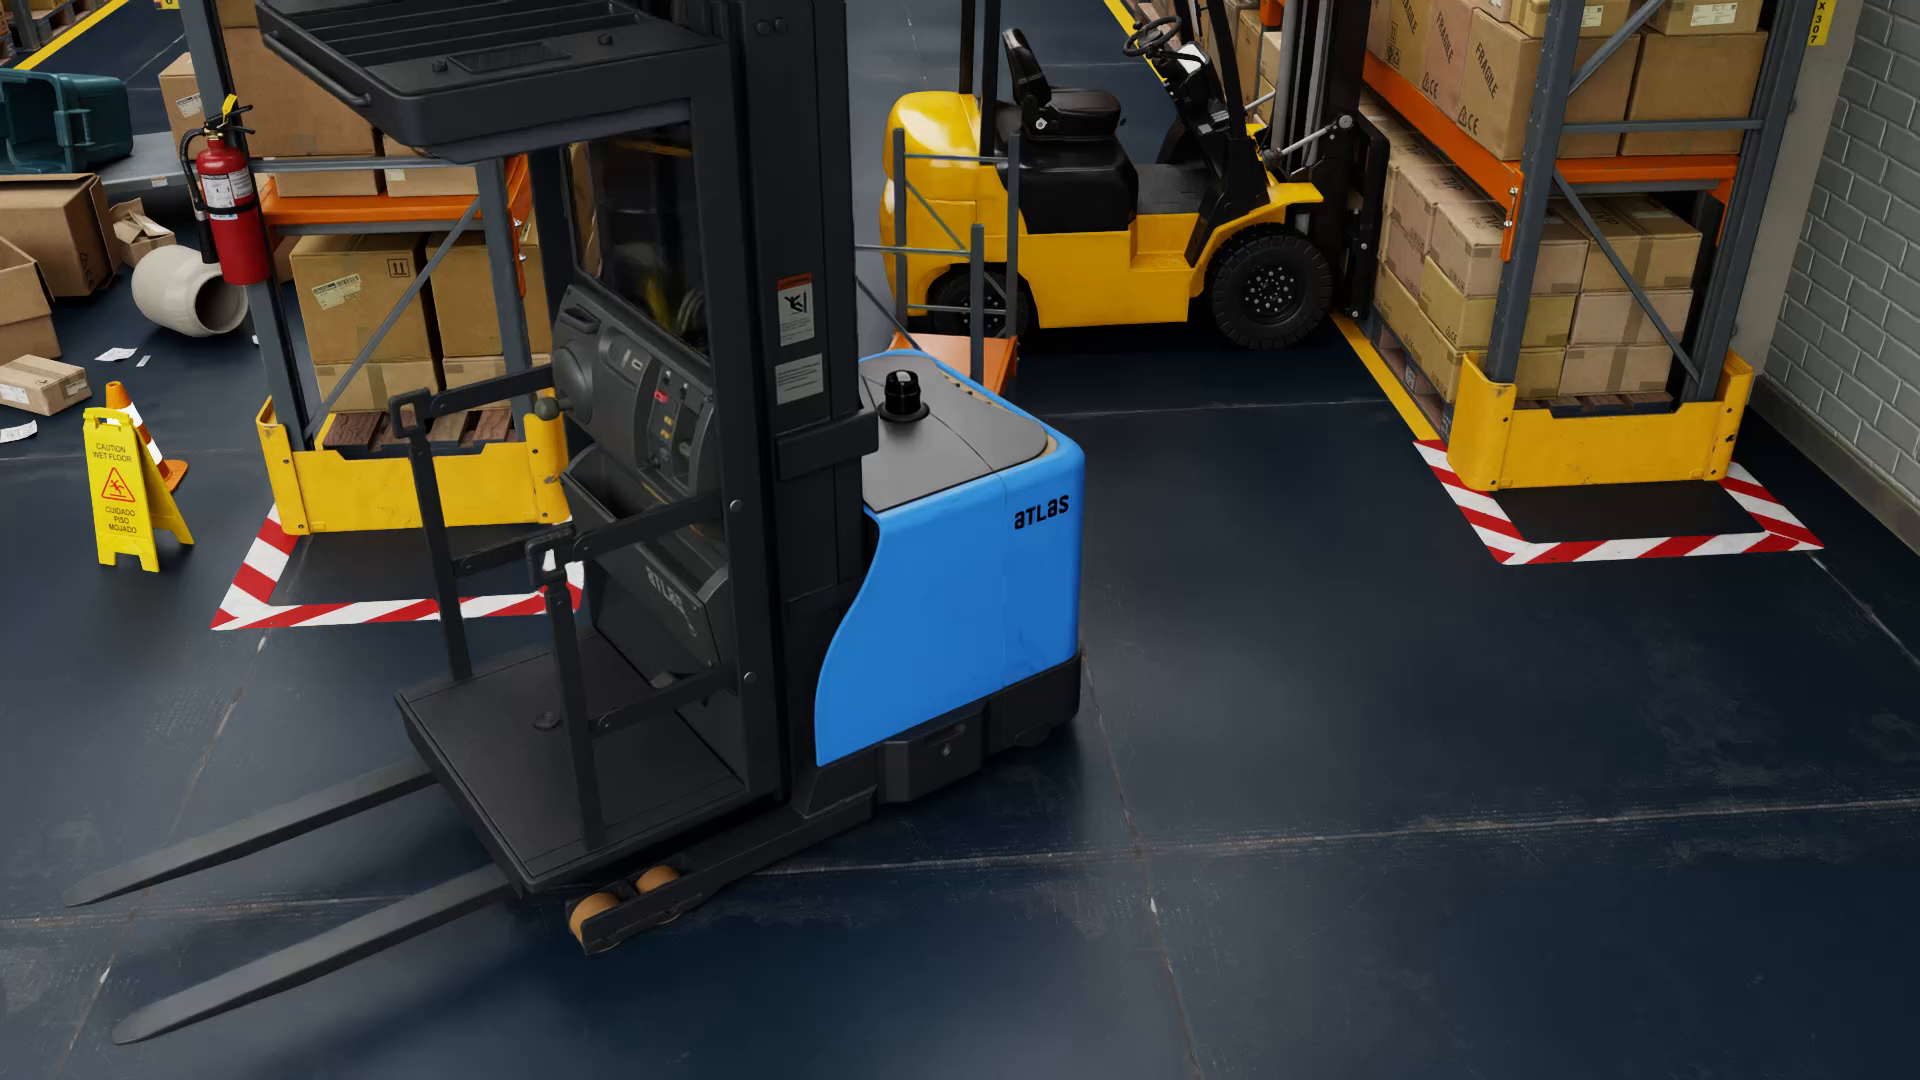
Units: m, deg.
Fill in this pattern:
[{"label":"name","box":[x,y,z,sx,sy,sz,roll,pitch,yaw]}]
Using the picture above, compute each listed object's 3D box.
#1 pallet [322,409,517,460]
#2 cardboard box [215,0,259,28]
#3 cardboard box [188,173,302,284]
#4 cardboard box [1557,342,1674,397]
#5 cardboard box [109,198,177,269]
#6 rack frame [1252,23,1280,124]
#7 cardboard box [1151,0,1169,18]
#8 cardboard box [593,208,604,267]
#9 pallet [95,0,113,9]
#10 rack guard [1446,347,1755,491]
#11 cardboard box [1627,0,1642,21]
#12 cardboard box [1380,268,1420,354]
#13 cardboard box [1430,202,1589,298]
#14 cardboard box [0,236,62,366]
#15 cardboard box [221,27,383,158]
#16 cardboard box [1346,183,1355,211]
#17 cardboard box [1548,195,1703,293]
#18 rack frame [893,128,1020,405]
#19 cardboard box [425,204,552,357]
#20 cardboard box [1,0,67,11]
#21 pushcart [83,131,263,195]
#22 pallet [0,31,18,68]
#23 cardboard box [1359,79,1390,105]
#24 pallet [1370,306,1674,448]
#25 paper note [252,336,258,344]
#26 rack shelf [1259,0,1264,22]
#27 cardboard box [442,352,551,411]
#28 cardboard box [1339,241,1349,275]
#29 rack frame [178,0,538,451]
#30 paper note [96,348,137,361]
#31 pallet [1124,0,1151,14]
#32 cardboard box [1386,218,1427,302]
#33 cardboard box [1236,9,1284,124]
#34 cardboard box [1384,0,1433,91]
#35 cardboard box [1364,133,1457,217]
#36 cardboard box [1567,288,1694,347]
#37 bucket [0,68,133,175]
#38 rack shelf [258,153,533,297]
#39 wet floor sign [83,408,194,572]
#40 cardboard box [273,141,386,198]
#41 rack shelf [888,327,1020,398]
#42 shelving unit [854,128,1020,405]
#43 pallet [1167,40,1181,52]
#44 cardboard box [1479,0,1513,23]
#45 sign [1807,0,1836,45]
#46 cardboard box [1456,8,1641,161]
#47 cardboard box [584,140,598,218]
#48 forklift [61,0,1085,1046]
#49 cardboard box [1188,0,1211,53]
[{"label":"pallet","box":[-2.253,-0.640,7.616,1.003,0.211,1.213,-3,31,-5]},{"label":"cardboard box","box":[-2.470,-2.232,6.199,0.700,0.500,0.500,-3,31,-6]},{"label":"cardboard box","box":[-3.833,-1.740,9.173,0.500,0.500,0.500,20,36,29]},{"label":"cardboard box","box":[2.886,-0.882,7.573,0.500,0.250,0.500,-3,31,-4]},{"label":"cardboard box","box":[-4.639,-1.732,9.390,0.396,0.266,0.258,27,40,37]},{"label":"rack frame","box":[2.363,-3.664,9.959,1.000,3.000,0.127,-3,31,-5]},{"label":"cardboard box","box":[2.034,-4.548,13.345,0.875,0.625,0.625,-2,31,-3]},{"label":"cardboard box","box":[-2.153,-1.604,8.782,0.500,0.250,0.500,-2,31,-4]},{"label":"pallet","box":[-8.054,-5.001,14.917,1.003,0.211,1.213,-3,31,-5]},{"label":"rack guard","box":[2.739,-0.536,7.160,1.175,0.500,0.348,-3,31,-5]},{"label":"cardboard box","box":[2.877,-2.252,6.864,0.380,0.149,0.250,-3,31,-5]},{"label":"cardboard box","box":[2.341,-1.101,7.939,0.500,0.250,0.500,-3,31,-5]},{"label":"cardboard box","box":[2.383,-1.271,7.249,0.500,0.250,0.500,-2,31,-3]},{"label":"cardboard box","box":[-4.889,-1.086,8.077,0.637,0.503,0.797,27,40,37]},{"label":"cardboard box","box":[-2.530,-1.816,6.478,0.500,0.500,0.500,-3,31,-5]},{"label":"cardboard box","box":[2.232,-1.844,8.697,0.500,0.250,0.500,-3,31,-5]},{"label":"cardboard box","box":[2.880,-1.305,7.307,0.500,0.250,0.500,-3,31,-5]},{"label":"rack frame","box":[-0.014,-0.951,6.879,0.500,1.500,0.032,4,31,7]},{"label":"cardboard box","box":[-2.008,-1.141,7.275,0.500,0.500,0.500,-4,31,-6]},{"label":"cardboard box","box":[-7.683,-4.658,13.651,0.500,0.500,0.500,-4,31,-7]},{"label":"pushcart","box":[-4.844,-2.164,10.004,1.648,0.377,0.936,-14,33,-22]},{"label":"pallet","box":[-7.873,-3.574,12.528,1.003,0.211,1.213,-3,31,-5]},{"label":"cardboard box","box":[2.192,-2.316,8.999,0.500,0.250,0.500,-2,31,-3]},{"label":"pallet","box":[2.624,-0.813,7.905,1.003,0.211,1.213,-3,31,-5]},{"label":"paper note","box":[-3.513,-1.028,8.442,0.142,0.019,0.148,-14,33,-22]},{"label":"rack shelf","box":[2.176,-4.376,11.853,1.077,0.370,4.000,-3,31,-5]},{"label":"cardboard box","box":[-2.005,-0.807,7.447,0.500,0.250,0.500,-3,31,-5]},{"label":"cardboard box","box":[2.233,-1.621,8.810,0.500,0.250,0.500,-2,31,-3]},{"label":"rack frame","box":[-2.205,-1.382,6.138,1.000,3.000,0.127,-3,31,-5]},{"label":"paper note","box":[-4.205,-0.930,8.289,0.148,0.019,0.142,8,32,13]},{"label":"pallet","box":[1.957,-4.892,14.734,1.003,0.211,1.213,-3,31,-5]},{"label":"cardboard box","box":[2.344,-1.326,7.829,0.500,0.250,0.500,-3,31,-5]},{"label":"cardboard box","box":[2.303,-3.090,10.905,0.875,0.625,0.625,-1,31,-2]},{"label":"cardboard box","box":[2.342,-2.430,7.796,0.500,0.500,0.500,-3,31,-6]},{"label":"cardboard box","box":[2.273,-1.788,8.116,0.500,0.250,0.500,-2,31,-4]},{"label":"cardboard box","box":[2.900,-1.086,7.427,0.500,0.250,0.500,-2,31,-4]},{"label":"bucket","box":[-5.189,-2.424,9.592,0.726,0.611,0.620,8,22,13]},{"label":"rack shelf","box":[-2.392,-2.094,8.032,1.077,0.370,4.000,-3,31,-5]},{"label":"wet floor sign","box":[-3.252,-0.223,6.494,0.267,0.644,0.232,8,32,13]},{"label":"cardboard box","box":[-2.453,-1.455,6.505,0.380,0.149,0.250,-2,31,-3]},{"label":"rack shelf","box":[-0.090,-0.539,6.540,0.538,0.185,1.000,4,31,7]},{"label":"shelving unit","box":[-0.089,-0.698,6.455,0.587,1.500,1.083,4,31,7]},{"label":"pallet","box":[2.138,-3.465,12.346,1.003,0.211,1.213,-3,31,-5]},{"label":"cardboard box","box":[2.372,-2.236,6.838,0.380,0.149,0.250,-2,31,-4]},{"label":"sign","box":[3.290,-2.051,6.337,0.100,0.325,0.005,-3,31,-5]},{"label":"cardboard box","box":[2.429,-1.903,6.914,0.500,0.500,0.500,-3,31,-6]},{"label":"cardboard box","box":[-2.158,-1.937,8.608,0.500,0.500,0.500,-1,31,-2]},{"label":"forklift","box":[-1.090,-0.386,4.538,3.031,2.935,1.130,-20,36,-30]},{"label":"cardboard box","box":[2.166,-3.871,12.211,0.875,0.625,0.625,-4,31,-7]}]
